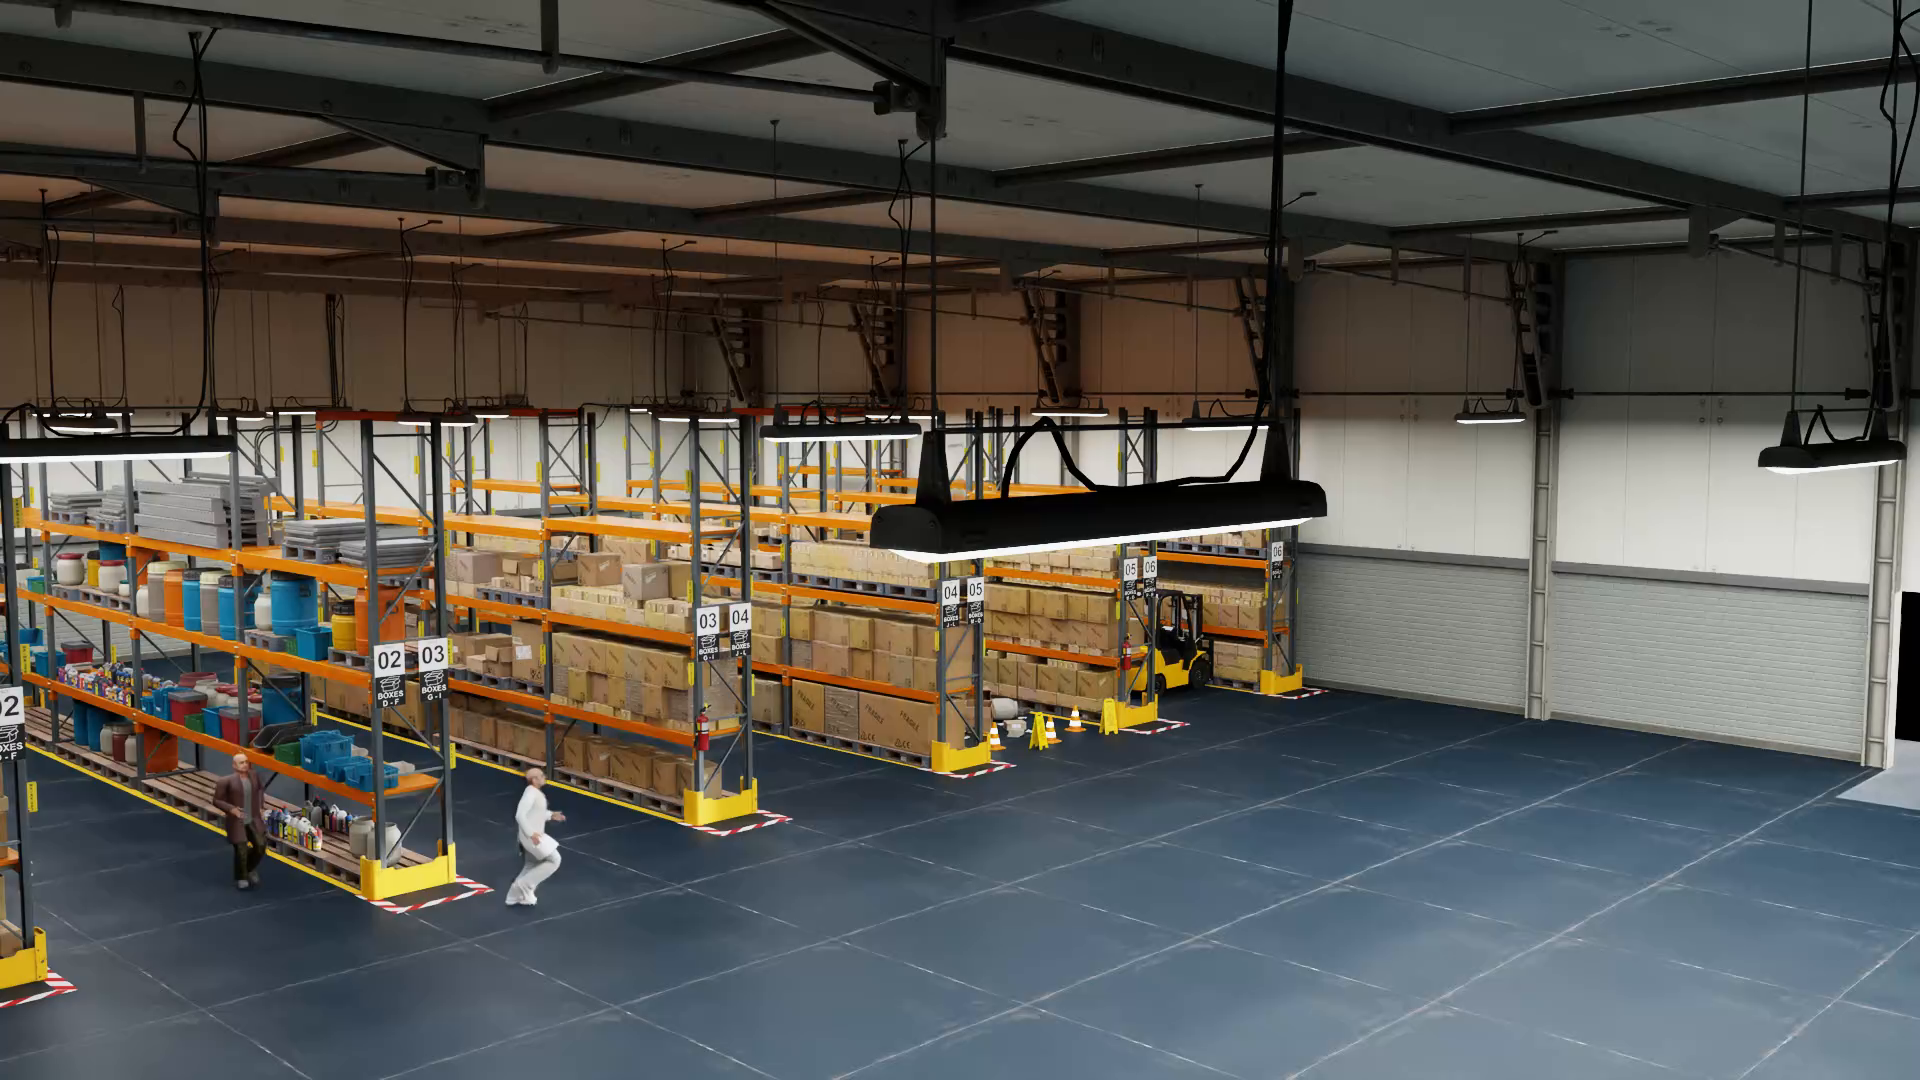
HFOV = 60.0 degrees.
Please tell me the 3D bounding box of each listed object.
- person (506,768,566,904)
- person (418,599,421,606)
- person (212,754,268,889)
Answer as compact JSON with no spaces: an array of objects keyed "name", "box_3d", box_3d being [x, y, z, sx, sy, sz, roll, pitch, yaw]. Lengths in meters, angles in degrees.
[{"name":"person","box_3d":[-5.232,3.646,20.529,0.756,1.689,0.668,-2,5,-21]},{"name":"person","box_3d":[-12.710,2.050,39.510,0.676,1.614,0.667,2,6,25]},{"name":"person","box_3d":[-9.107,3.584,21.152,0.635,1.742,0.714,5,7,44]}]
